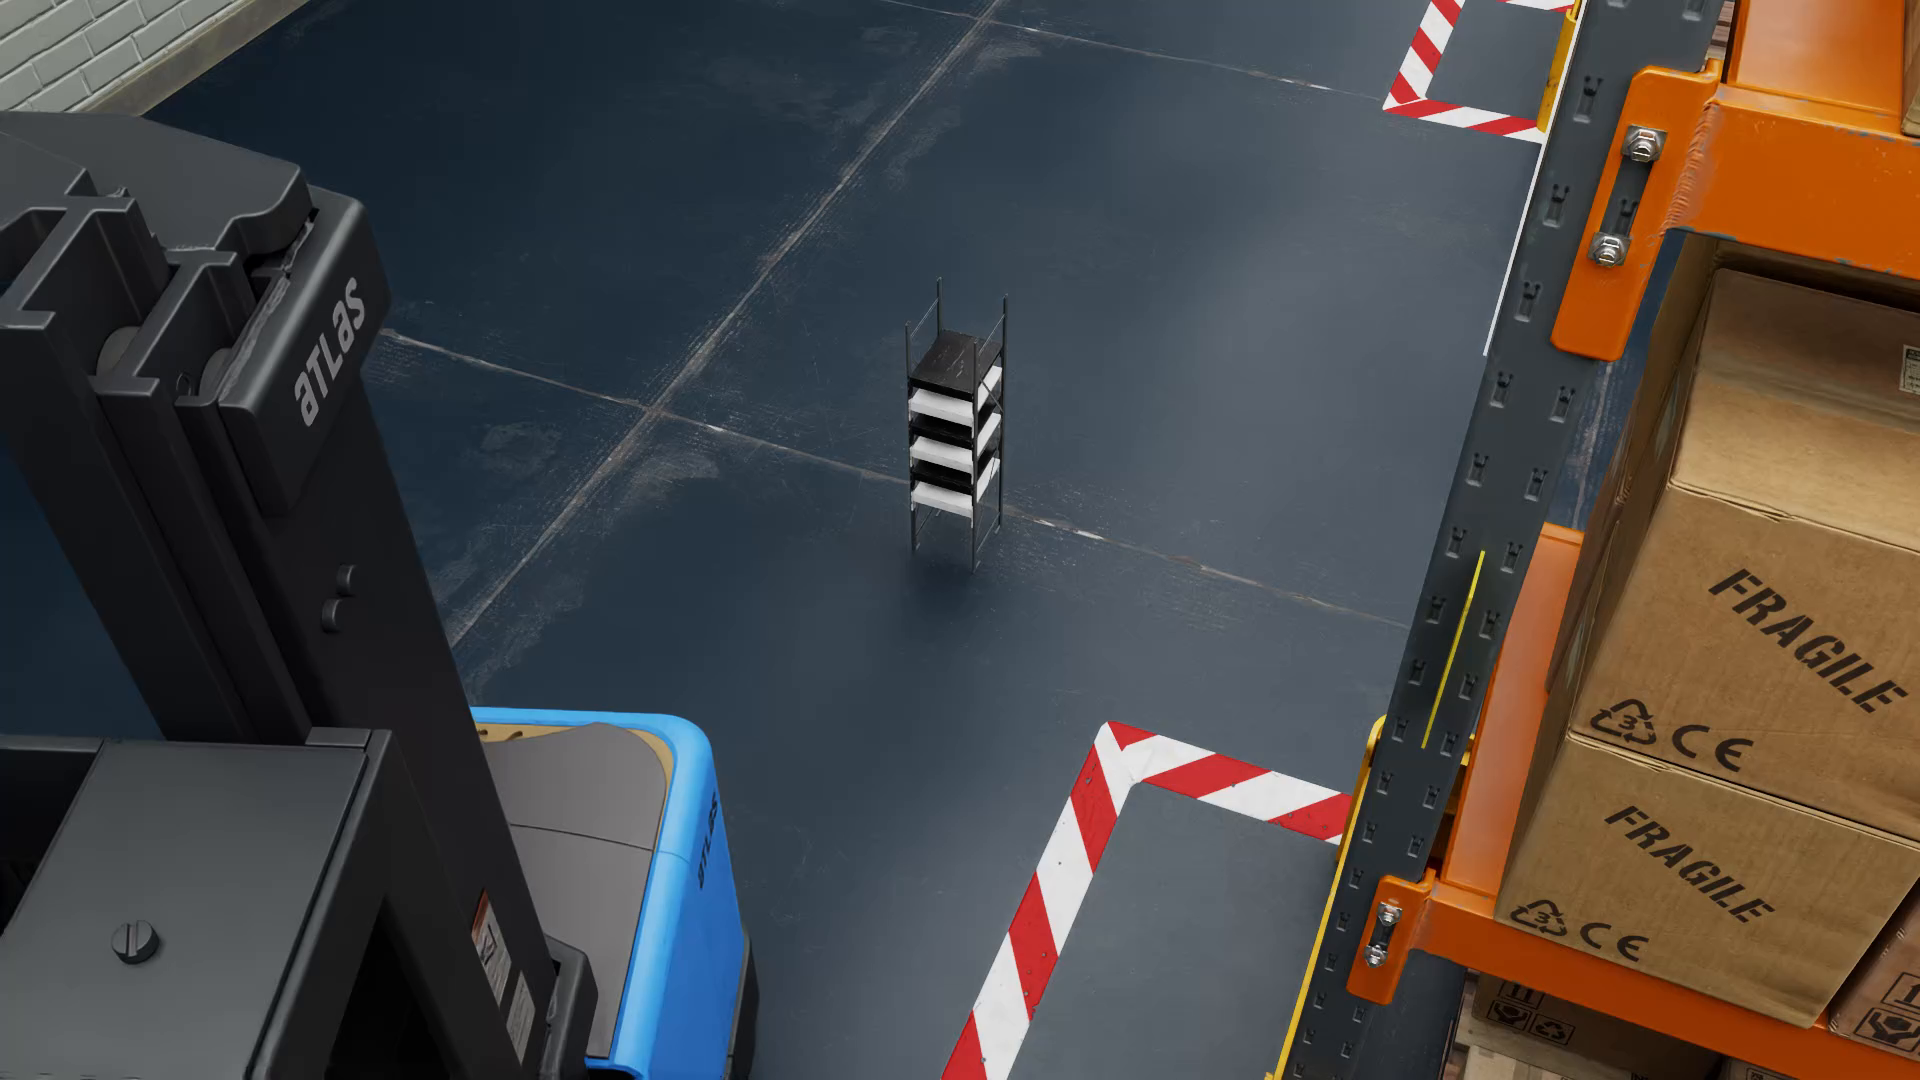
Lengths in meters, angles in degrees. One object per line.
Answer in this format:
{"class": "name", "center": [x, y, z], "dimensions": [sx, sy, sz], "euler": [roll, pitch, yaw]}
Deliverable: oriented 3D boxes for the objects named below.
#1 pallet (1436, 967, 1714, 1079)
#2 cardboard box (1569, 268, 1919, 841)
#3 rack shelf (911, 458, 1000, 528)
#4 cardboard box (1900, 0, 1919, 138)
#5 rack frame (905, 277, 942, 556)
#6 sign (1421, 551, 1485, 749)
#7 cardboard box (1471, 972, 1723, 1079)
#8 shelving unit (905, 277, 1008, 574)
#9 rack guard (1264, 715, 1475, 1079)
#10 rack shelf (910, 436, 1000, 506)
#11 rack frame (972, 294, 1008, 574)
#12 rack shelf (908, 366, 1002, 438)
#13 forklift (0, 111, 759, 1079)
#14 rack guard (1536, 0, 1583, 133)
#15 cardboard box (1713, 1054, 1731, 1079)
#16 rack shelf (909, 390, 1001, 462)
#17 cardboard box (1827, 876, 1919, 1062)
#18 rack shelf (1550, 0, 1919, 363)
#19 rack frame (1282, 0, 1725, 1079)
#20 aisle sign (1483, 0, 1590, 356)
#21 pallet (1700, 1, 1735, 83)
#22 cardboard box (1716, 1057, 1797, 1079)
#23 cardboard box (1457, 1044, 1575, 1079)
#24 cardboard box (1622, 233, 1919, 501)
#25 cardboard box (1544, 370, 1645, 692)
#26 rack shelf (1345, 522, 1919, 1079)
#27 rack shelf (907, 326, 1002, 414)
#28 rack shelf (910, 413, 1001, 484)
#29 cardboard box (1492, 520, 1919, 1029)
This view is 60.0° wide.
{"class": "pallet", "center": [1.711, 1.337, 3.757], "dimensions": [1.213, 0.211, 1.003], "euler": [16, 47, 16]}
{"class": "cardboard box", "center": [1.213, 0.014, 2.329], "dimensions": [0.500, 0.500, 0.500], "euler": [18, 48, 17]}
{"class": "rack shelf", "center": [-0.007, -0.170, 5.085], "dimensions": [0.200, 0.077, 0.258], "euler": [16, 47, 16]}
{"class": "cardboard box", "center": [1.281, -0.593, 1.699], "dimensions": [0.500, 0.250, 0.500], "euler": [16, 47, 16]}
{"class": "rack frame", "center": [-0.101, -0.349, 4.963], "dimensions": [0.006, 0.900, 0.240], "euler": [16, 47, 16]}
{"class": "sign", "center": [0.696, 0.159, 2.350], "dimensions": [0.005, 0.325, 0.100], "euler": [16, 47, 16]}
{"class": "cardboard box", "center": [1.501, 0.830, 3.750], "dimensions": [0.500, 0.500, 0.500], "euler": [16, 47, 16]}
{"class": "shelving unit", "center": [-0.007, -0.321, 4.935], "dimensions": [0.210, 0.900, 0.258], "euler": [16, 47, 16]}
{"class": "rack guard", "center": [0.975, 1.019, 3.872], "dimensions": [0.348, 0.500, 1.175], "euler": [16, 47, 16]}
{"class": "rack shelf", "center": [-0.007, -0.234, 5.022], "dimensions": [0.200, 0.077, 0.258], "euler": [16, 47, 16]}
{"class": "rack frame", "center": [0.086, -0.294, 4.907], "dimensions": [0.006, 0.900, 0.240], "euler": [16, 47, 16]}
{"class": "rack shelf", "center": [-0.007, -0.425, 4.831], "dimensions": [0.200, 0.077, 0.258], "euler": [16, 47, 16]}
{"class": "forklift", "center": [-1.081, 1.101, 2.066], "dimensions": [1.130, 2.935, 3.031], "euler": [2, 45, 2]}
{"class": "rack guard", "center": [2.788, -2.223, 7.130], "dimensions": [0.348, 0.500, 1.175], "euler": [16, 47, 16]}
{"class": "cardboard box", "center": [1.840, 1.116, 3.698], "dimensions": [0.250, 0.166, 0.380], "euler": [16, 47, 16]}
{"class": "rack shelf", "center": [-0.007, -0.361, 4.895], "dimensions": [0.200, 0.077, 0.258], "euler": [16, 47, 16]}
{"class": "cardboard box", "center": [1.691, 0.505, 2.544], "dimensions": [0.500, 0.500, 0.500], "euler": [16, 47, 15]}
{"class": "rack shelf", "center": [2.750, -0.153, 1.661], "dimensions": [4.000, 0.370, 1.077], "euler": [16, 47, 16]}
{"class": "rack frame", "center": [0.905, 0.112, 3.011], "dimensions": [0.127, 3.000, 1.000], "euler": [16, 47, 16]}
{"class": "aisle sign", "center": [0.729, -0.637, 1.920], "dimensions": [0.004, 0.787, 0.394], "euler": [16, 47, 16]}
{"class": "pallet", "center": [3.561, -1.874, 6.983], "dimensions": [1.213, 0.211, 1.003], "euler": [16, 47, 16]}
{"class": "cardboard box", "center": [1.759, 1.399, 3.355], "dimensions": [0.500, 0.250, 0.500], "euler": [16, 47, 16]}
{"class": "cardboard box", "center": [1.159, 1.304, 3.522], "dimensions": [0.250, 0.149, 0.380], "euler": [16, 47, 16]}
{"class": "cardboard box", "center": [1.421, -0.336, 2.681], "dimensions": [0.500, 0.500, 0.500], "euler": [16, 47, 15]}
{"class": "cardboard box", "center": [1.423, 0.021, 3.031], "dimensions": [0.500, 0.500, 0.500], "euler": [18, 48, 17]}
{"class": "rack shelf", "center": [2.750, 0.910, 2.719], "dimensions": [4.000, 0.370, 1.077], "euler": [16, 47, 16]}
{"class": "rack shelf", "center": [-0.007, -0.489, 4.768], "dimensions": [0.200, 0.077, 0.258], "euler": [16, 47, 16]}
{"class": "rack shelf", "center": [-0.007, -0.298, 4.958], "dimensions": [0.200, 0.077, 0.258], "euler": [16, 47, 16]}
{"class": "cardboard box", "center": [1.213, 0.369, 2.682], "dimensions": [0.500, 0.500, 0.500], "euler": [17, 47, 17]}
